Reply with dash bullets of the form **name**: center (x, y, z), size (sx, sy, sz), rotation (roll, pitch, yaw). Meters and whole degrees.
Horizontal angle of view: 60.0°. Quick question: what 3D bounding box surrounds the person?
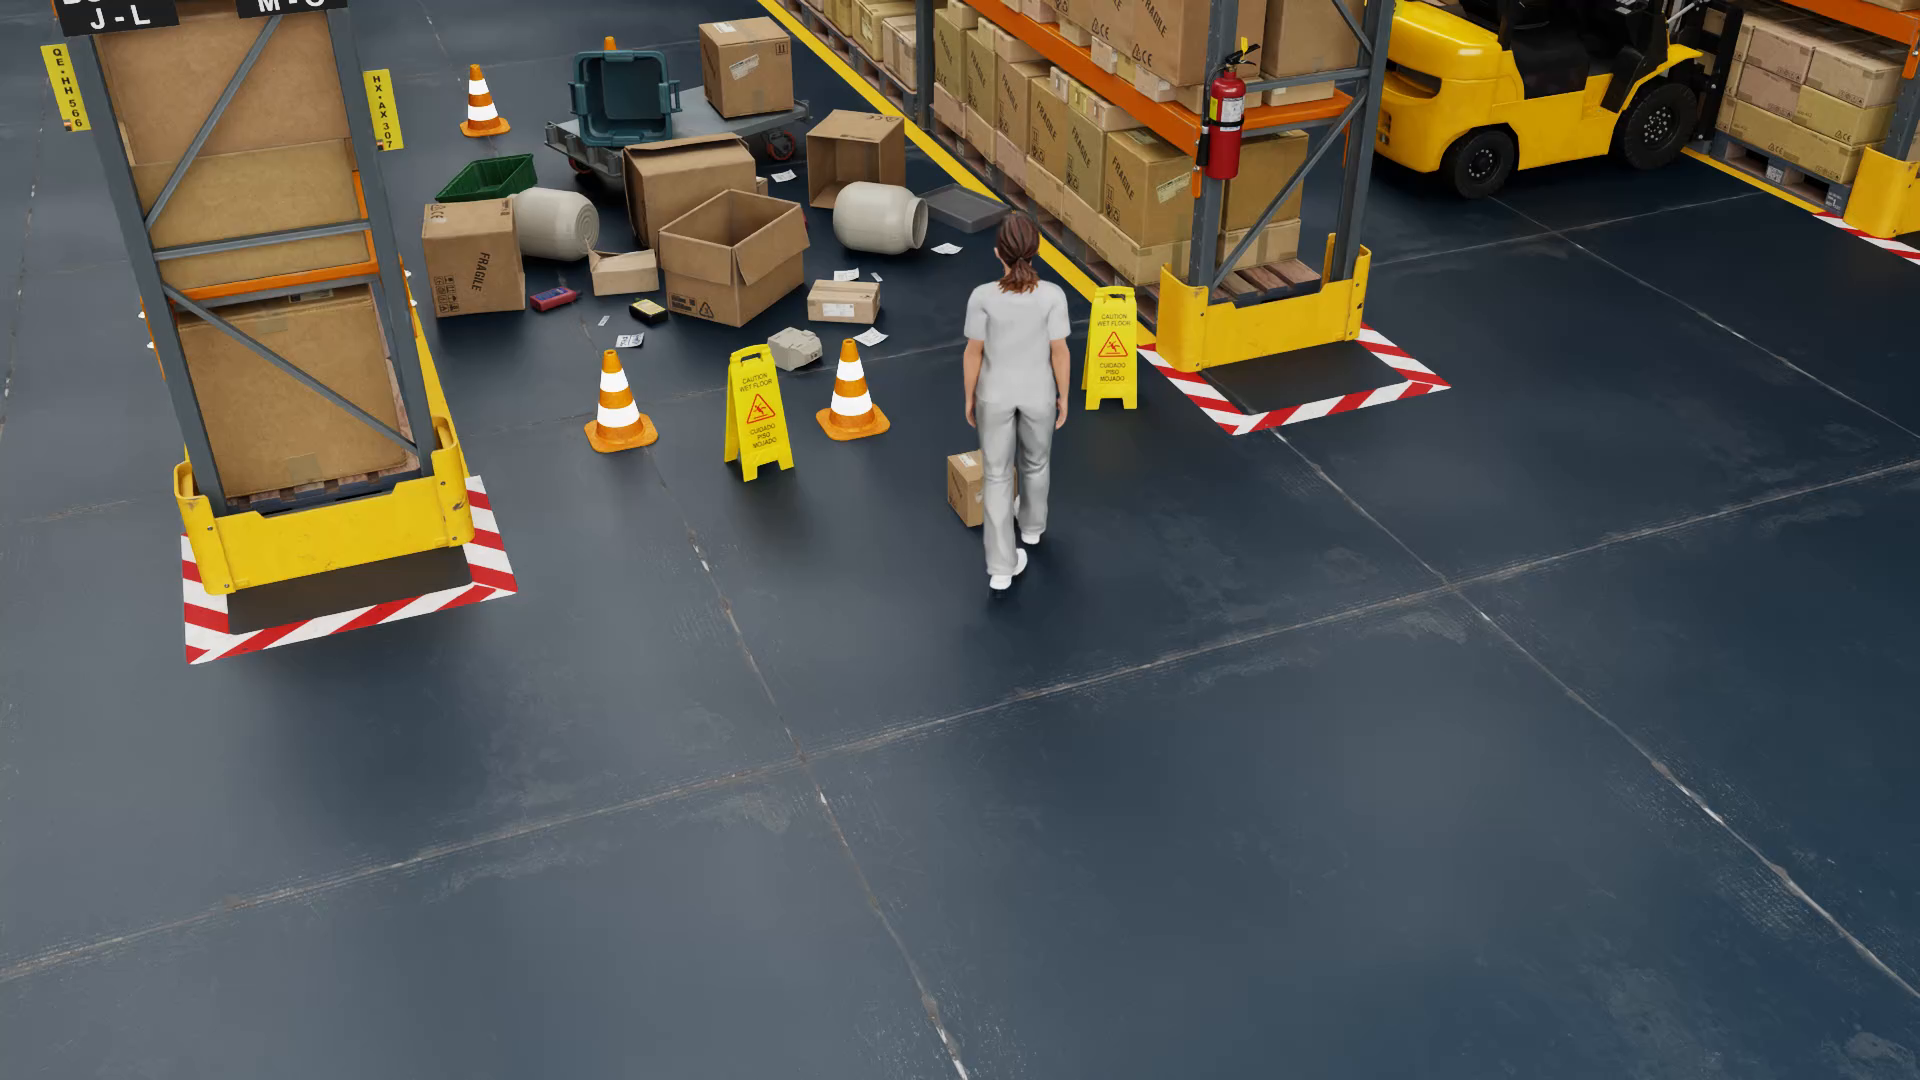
- **person**: center (0.232, -0.643, 7.107), size (0.447, 1.663, 0.673), rotation (-1, 34, -2)
